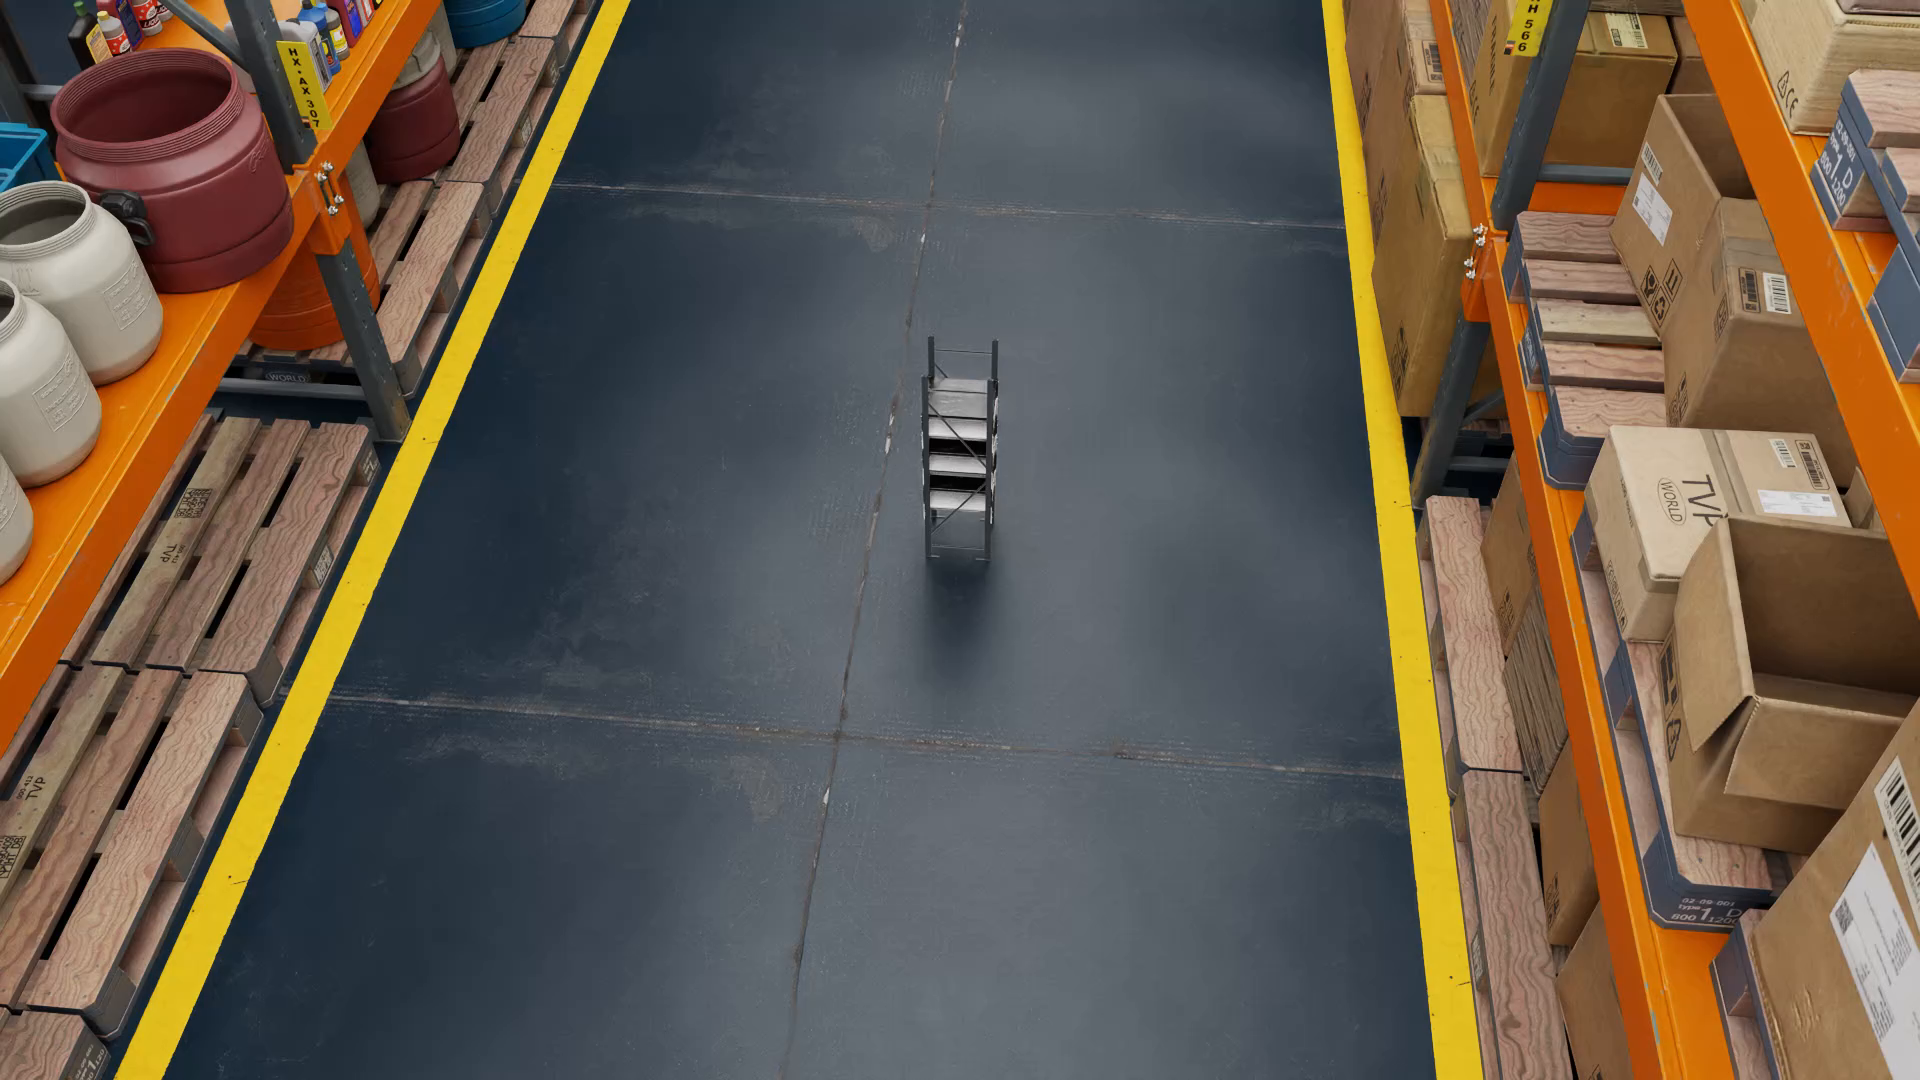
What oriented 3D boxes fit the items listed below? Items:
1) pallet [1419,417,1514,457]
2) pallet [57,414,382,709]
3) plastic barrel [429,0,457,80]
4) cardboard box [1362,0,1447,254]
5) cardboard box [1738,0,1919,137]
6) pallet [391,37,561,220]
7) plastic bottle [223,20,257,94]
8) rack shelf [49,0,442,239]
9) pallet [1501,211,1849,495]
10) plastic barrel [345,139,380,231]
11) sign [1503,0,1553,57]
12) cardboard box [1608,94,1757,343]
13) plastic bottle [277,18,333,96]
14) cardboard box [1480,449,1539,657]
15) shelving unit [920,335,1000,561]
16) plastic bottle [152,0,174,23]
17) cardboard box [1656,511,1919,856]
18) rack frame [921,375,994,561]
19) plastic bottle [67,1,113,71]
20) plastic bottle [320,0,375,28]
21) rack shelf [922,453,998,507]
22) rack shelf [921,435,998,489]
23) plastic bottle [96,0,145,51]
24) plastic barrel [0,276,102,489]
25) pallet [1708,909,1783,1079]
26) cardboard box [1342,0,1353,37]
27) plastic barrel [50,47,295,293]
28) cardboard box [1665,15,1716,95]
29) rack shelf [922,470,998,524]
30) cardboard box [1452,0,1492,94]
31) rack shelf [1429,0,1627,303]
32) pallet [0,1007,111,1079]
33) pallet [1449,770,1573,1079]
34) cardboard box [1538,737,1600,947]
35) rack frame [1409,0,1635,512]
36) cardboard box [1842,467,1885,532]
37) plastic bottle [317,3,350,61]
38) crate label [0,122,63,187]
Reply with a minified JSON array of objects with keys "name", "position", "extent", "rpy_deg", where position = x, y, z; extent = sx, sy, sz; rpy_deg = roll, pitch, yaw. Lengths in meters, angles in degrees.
[{"name":"pallet","position":[2.377,-0.769,6.810],"extent":[1.003,0.211,1.213],"rpy_deg":[4,48,4]},{"name":"pallet","position":[-2.811,0.039,6.071],"extent":[1.003,0.211,1.213],"rpy_deg":[4,48,4]},{"name":"plastic barrel","position":[-2.609,-2.382,7.797],"extent":[0.421,0.512,0.421],"rpy_deg":[0,48,0]},{"name":"cardboard box","position":[2.403,-1.720,6.946],"extent":[1.225,0.875,0.875],"rpy_deg":[4,48,4]},{"name":"cardboard box","position":[1.850,-1.013,3.213],"extent":[0.500,0.250,0.500],"rpy_deg":[5,48,4]},{"name":"pallet","position":[-2.558,-2.004,7.940],"extent":[1.003,0.211,1.213],"rpy_deg":[4,48,4]},{"name":"plastic bottle","position":[-2.492,-1.733,5.887],"extent":[0.152,0.276,0.135],"rpy_deg":[4,48,4]},{"name":"rack shelf","position":[-2.520,-2.695,7.170],"extent":[1.077,0.370,4.000],"rpy_deg":[4,48,4]},{"name":"pallet","position":[2.272,-0.540,4.841],"extent":[1.213,0.211,1.003],"rpy_deg":[4,48,4]},{"name":"plastic barrel","position":[-2.712,-1.552,7.038],"extent":[0.421,0.512,0.421],"rpy_deg":[0,48,0]},{"name":"sign","position":[1.677,-1.561,4.860],"extent":[0.100,0.325,0.005],"rpy_deg":[4,48,4]},{"name":"cardboard box","position":[2.221,-0.912,4.699],"extent":[0.500,0.500,0.500],"rpy_deg":[-1,48,-1]},{"name":"plastic bottle","position":[-2.341,-1.723,5.877],"extent":[0.152,0.276,0.135],"rpy_deg":[4,48,4]},{"name":"cardboard box","position":[2.189,0.053,5.564],"extent":[0.700,0.500,0.500],"rpy_deg":[2,48,1]},{"name":"shelving unit","position":[0.001,-0.310,5.923],"extent":[0.258,0.900,0.210],"rpy_deg":[4,48,4]},{"name":"plastic bottle","position":[-3.031,-2.052,6.229],"extent":[0.097,0.201,0.097],"rpy_deg":[0,48,0]},{"name":"cardboard box","position":[1.932,0.347,3.545],"extent":[0.797,0.503,0.637],"rpy_deg":[8,48,8]},{"name":"rack frame","position":[-0.009,-0.235,5.855],"extent":[0.240,0.900,0.006],"rpy_deg":[4,48,4]},{"name":"plastic bottle","position":[-3.090,-1.755,5.902],"extent":[0.061,0.283,0.133],"rpy_deg":[4,48,4]},{"name":"plastic bottle","position":[-2.298,-2.063,6.188],"extent":[0.152,0.276,0.135],"rpy_deg":[4,48,4]},{"name":"rack shelf","position":[0.001,-0.226,6.014],"extent":[0.258,0.077,0.200],"rpy_deg":[4,48,4]},{"name":"rack shelf","position":[0.001,-0.287,5.948],"extent":[0.258,0.077,0.200],"rpy_deg":[4,48,4]},{"name":"plastic bottle","position":[-3.069,-1.925,6.057],"extent":[0.061,0.283,0.133],"rpy_deg":[4,48,4]},{"name":"plastic barrel","position":[-2.621,-0.427,4.532],"extent":[0.421,0.512,0.421],"rpy_deg":[0,48,0]},{"name":"pallet","position":[2.080,1.317,3.143],"extent":[1.003,0.211,1.213],"rpy_deg":[4,48,4]},{"name":"cardboard box","position":[2.557,-3.028,8.142],"extent":[1.225,0.875,0.875],"rpy_deg":[4,48,4]},{"name":"plastic barrel","position":[-2.442,-1.153,5.180],"extent":[0.600,0.536,0.708],"rpy_deg":[4,48,4]},{"name":"cardboard box","position":[2.546,-1.508,5.529],"extent":[0.500,0.500,0.500],"rpy_deg":[5,48,5]},{"name":"rack shelf","position":[0.001,-0.166,6.081],"extent":[0.258,0.077,0.200],"rpy_deg":[4,48,4]},{"name":"cardboard box","position":[2.080,-1.915,5.901],"extent":[0.500,0.500,0.500],"rpy_deg":[3,48,3]},{"name":"rack shelf","position":[2.413,-2.362,6.865],"extent":[1.077,0.370,4.000],"rpy_deg":[4,48,4]},{"name":"pallet","position":[-3.033,1.832,4.431],"extent":[1.003,0.211,1.213],"rpy_deg":[4,48,4]},{"name":"pallet","position":[2.044,1.274,4.942],"extent":[1.003,0.211,1.213],"rpy_deg":[4,48,4]},{"name":"cardboard box","position":[2.107,0.879,4.809],"extent":[0.700,0.500,0.500],"rpy_deg":[7,48,7]},{"name":"rack frame","position":[2.231,-1.136,5.256],"extent":[1.000,3.000,0.127],"rpy_deg":[4,48,4]},{"name":"cardboard box","position":[2.347,0.012,4.013],"extent":[0.396,0.266,0.258],"rpy_deg":[3,48,2]},{"name":"plastic bottle","position":[-2.294,-1.853,6.046],"extent":[0.097,0.201,0.097],"rpy_deg":[0,48,0]},{"name":"crate label","position":[-3.114,-1.128,5.362],"extent":[0.303,0.233,0.416],"rpy_deg":[4,48,4]}]
